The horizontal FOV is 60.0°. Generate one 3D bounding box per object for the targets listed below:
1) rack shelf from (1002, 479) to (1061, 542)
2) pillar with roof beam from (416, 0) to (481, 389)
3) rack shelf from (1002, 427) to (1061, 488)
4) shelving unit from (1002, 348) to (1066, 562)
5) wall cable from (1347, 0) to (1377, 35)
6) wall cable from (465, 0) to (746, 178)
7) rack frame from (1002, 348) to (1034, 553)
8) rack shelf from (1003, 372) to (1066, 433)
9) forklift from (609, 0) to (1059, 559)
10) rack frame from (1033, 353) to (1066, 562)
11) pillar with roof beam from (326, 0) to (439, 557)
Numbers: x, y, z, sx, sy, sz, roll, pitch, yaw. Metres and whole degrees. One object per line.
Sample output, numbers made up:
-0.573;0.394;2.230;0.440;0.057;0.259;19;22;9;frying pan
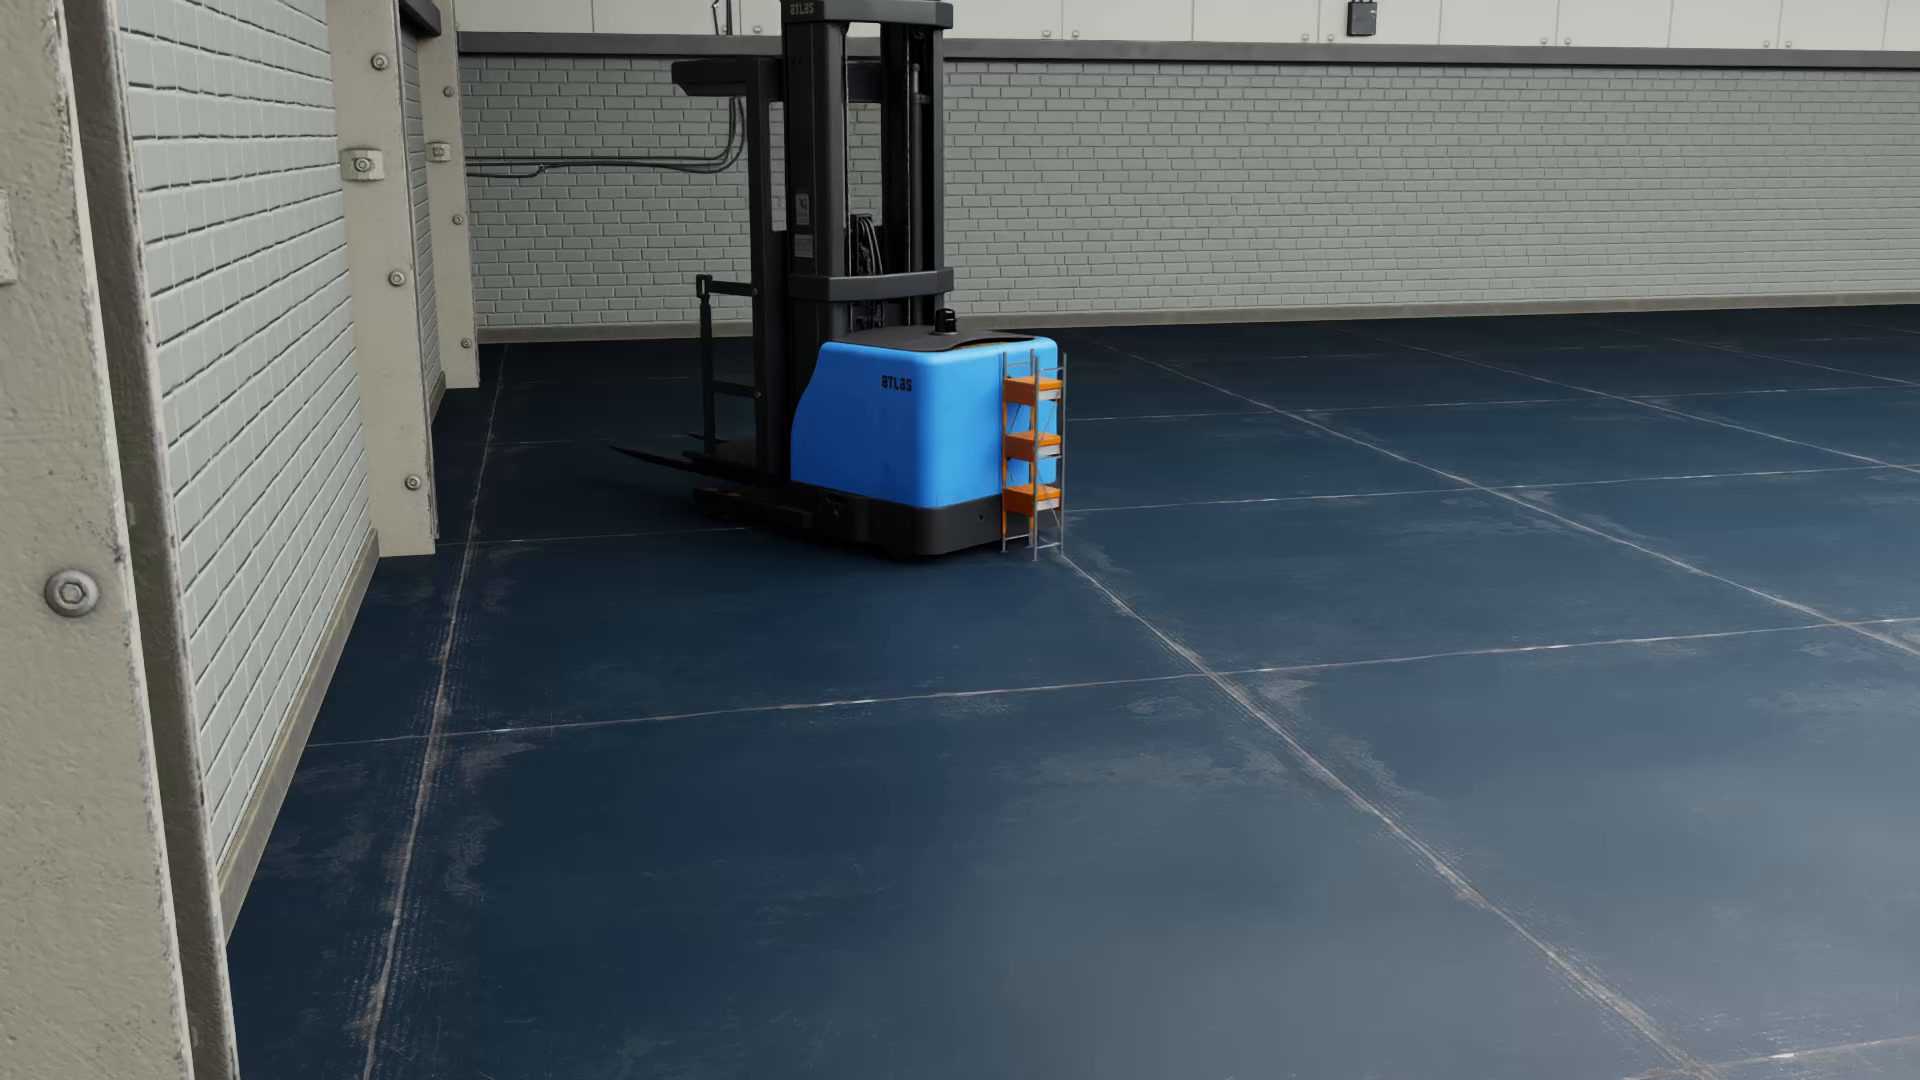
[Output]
0.375;-0.153;8.558;0.215;0.259;0.240;-11;18;-38;rack shelf
-0.150;-5.961;14.365;9.100;9.000;0.400;-3;14;-13;pillar with roof beam
0.375;-0.423;8.492;0.215;0.259;0.240;-11;18;-38;rack shelf
0.375;-0.434;8.490;0.215;1.050;0.252;-11;18;-38;shelving unit
5.491;-8.652;18.213;2.305;6.003;0.169;-3;14;-13;wall cable
-3.741;-4.966;16.834;3.097;2.526;0.112;-3;14;-13;wall cable
0.298;-0.456;8.582;0.200;1.050;0.008;-11;18;-38;rack frame
0.375;-0.699;8.425;0.215;0.259;0.240;-11;18;-38;rack shelf
-0.878;-1.605;9.322;3.031;2.935;1.130;13;19;42;forklift
0.452;-0.411;8.398;0.200;1.050;0.008;-11;18;-38;rack frame
1.260;-4.577;8.699;9.100;9.000;0.400;-3;14;-13;pillar with roof beam
